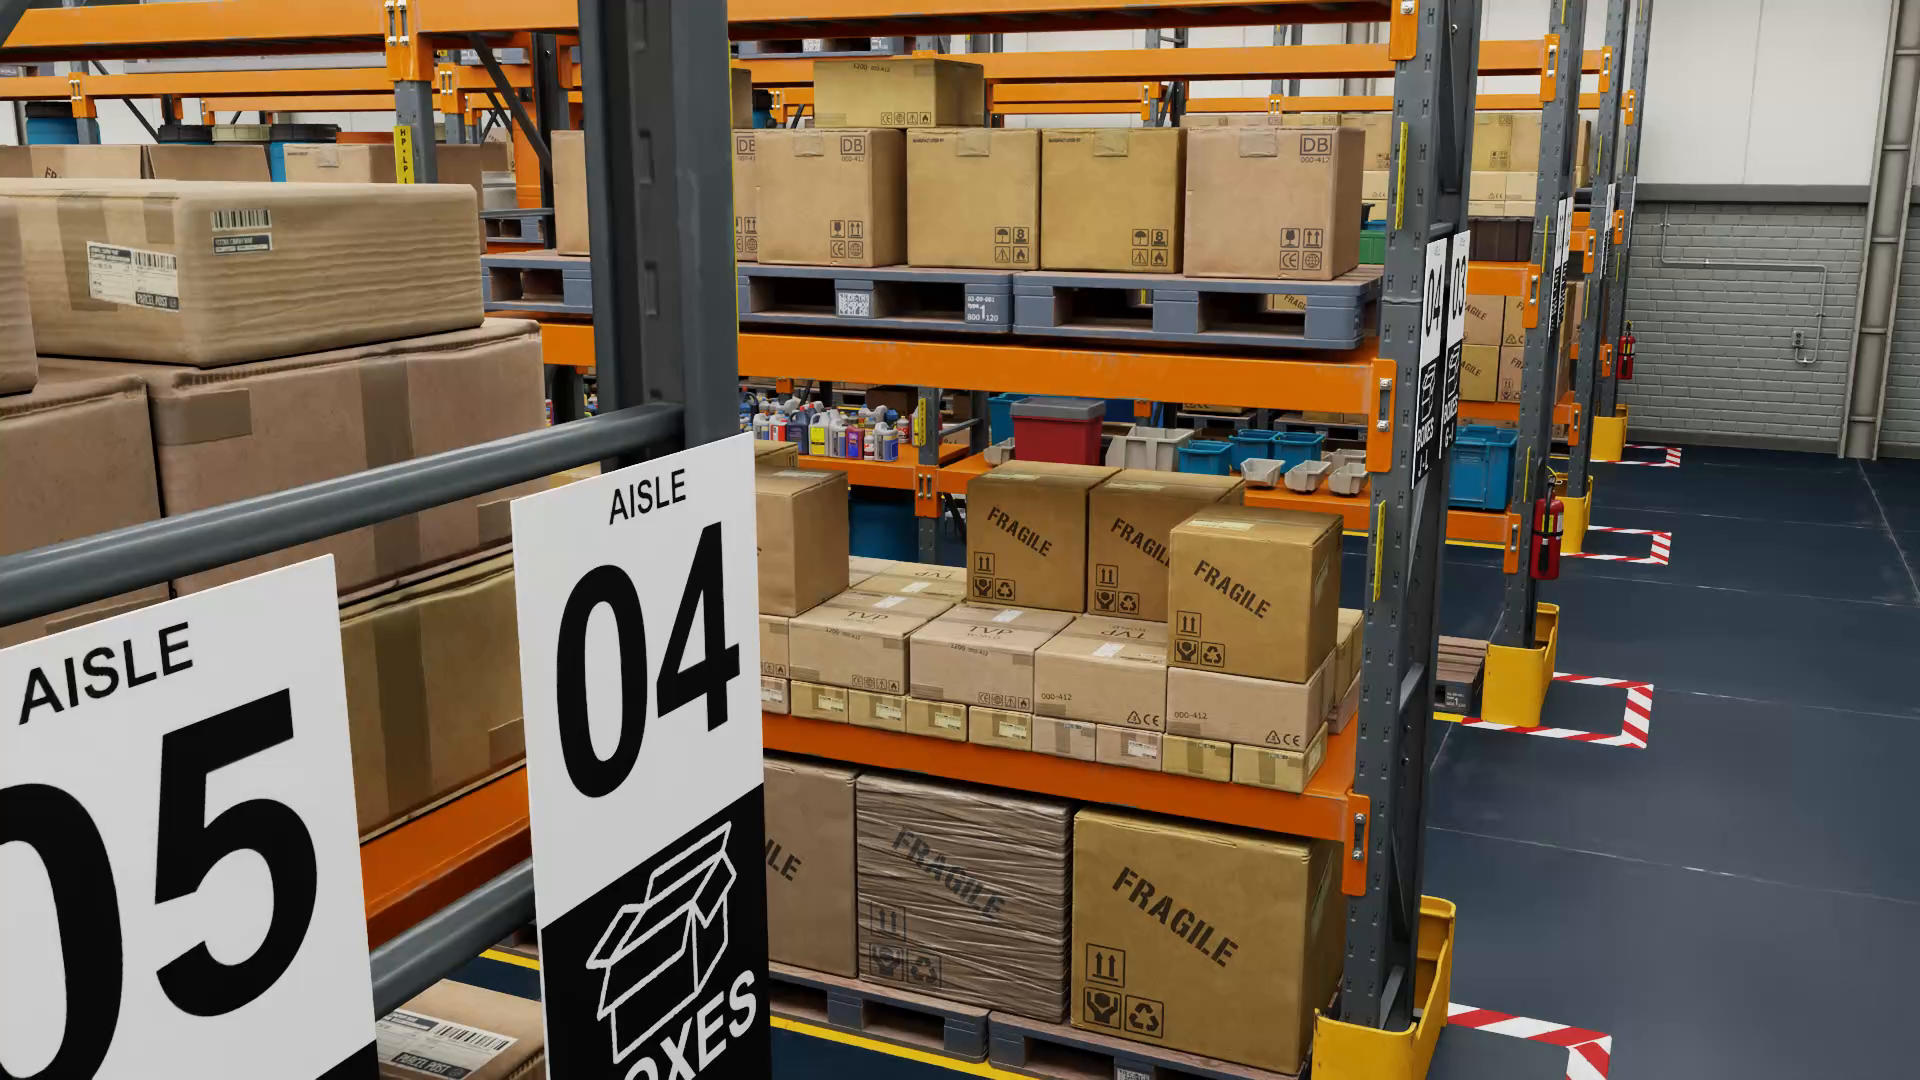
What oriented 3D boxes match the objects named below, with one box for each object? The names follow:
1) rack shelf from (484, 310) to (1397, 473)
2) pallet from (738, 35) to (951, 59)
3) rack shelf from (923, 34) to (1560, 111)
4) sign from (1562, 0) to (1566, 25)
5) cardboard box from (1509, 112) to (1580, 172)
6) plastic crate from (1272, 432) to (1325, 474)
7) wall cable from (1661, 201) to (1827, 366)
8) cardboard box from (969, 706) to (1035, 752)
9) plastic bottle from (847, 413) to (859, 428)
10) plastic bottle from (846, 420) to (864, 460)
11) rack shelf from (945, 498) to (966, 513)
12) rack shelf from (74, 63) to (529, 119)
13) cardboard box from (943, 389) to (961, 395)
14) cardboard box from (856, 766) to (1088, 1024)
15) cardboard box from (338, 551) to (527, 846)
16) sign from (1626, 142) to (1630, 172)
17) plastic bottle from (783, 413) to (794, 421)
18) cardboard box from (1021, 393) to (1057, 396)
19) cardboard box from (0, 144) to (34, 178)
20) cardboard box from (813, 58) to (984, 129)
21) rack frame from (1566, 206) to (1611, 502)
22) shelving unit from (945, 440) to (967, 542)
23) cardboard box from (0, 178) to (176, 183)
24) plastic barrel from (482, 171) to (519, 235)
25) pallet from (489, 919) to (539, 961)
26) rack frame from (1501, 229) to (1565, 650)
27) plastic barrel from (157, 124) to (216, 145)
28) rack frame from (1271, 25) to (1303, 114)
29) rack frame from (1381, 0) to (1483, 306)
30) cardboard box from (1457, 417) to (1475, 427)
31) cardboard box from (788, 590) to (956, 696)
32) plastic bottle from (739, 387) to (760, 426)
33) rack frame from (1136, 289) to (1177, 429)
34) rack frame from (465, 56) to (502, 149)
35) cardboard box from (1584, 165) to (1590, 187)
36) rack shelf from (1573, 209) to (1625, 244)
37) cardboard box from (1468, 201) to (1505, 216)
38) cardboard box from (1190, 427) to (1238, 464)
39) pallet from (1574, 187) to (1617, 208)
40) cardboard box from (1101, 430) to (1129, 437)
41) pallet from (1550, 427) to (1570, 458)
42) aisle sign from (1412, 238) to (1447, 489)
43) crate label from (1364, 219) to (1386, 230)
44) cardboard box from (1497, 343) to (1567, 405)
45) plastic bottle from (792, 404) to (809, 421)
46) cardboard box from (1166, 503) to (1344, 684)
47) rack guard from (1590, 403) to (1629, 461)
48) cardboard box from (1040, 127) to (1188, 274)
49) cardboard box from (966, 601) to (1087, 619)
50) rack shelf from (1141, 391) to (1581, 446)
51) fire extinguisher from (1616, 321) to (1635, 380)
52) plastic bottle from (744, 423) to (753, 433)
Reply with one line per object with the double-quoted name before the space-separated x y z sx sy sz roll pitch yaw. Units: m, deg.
"rack shelf" -0.215 -0.691 6.636 4.000 0.370 1.077 6 14 23
"pallet" -0.807 -3.504 11.775 1.213 0.211 1.003 6 14 23
"rack shelf" 1.791 -2.991 10.748 4.000 0.370 1.077 6 14 23
"sign" 3.411 -3.077 9.372 0.005 0.325 0.100 6 14 23
"cardboard box" 5.153 -3.504 14.644 0.500 0.500 0.700 6 14 23
"plastic crate" 2.323 -0.591 11.439 0.300 0.233 0.416 6 14 23
"wall cable" 9.186 -3.073 19.556 1.851 1.984 0.084 6 14 23
"cardboard box" 0.220 0.668 6.385 0.250 0.149 0.380 5 14 22
"plastic bottle" -0.825 -0.885 12.891 0.097 0.201 0.097 0 13 0
"plastic bottle" -0.759 -0.724 12.026 0.133 0.283 0.061 6 14 23
"rack shelf" 0.007 -0.317 15.172 0.200 0.077 0.258 6 14 23
"rack shelf" -5.524 -3.731 13.902 4.000 0.370 1.077 6 14 23
"cardboard box" -0.362 -2.293 22.963 0.500 0.500 0.700 6 14 24
"cardboard box" 0.164 1.308 6.843 0.875 0.875 0.875 6 14 23
"cardboard box" -0.795 0.149 1.812 0.500 0.250 0.500 6 15 25
"sign" 7.400 -4.240 18.423 0.005 0.325 0.100 6 14 23
"plastic bottle" -1.291 -0.815 12.438 0.097 0.271 0.097 0 13 0
"cardboard box" 0.714 -1.385 17.453 0.500 0.250 0.500 6 14 23
"cardboard box" -5.114 -1.809 8.684 0.637 0.503 0.797 7 15 27
"cardboard box" -0.230 -1.712 6.414 0.500 0.250 0.500 5 14 21
"rack frame" 5.629 -1.464 14.924 0.127 3.000 1.000 6 14 23
"shelving unit" 0.007 -0.437 15.144 0.210 0.900 0.258 6 14 23
"cardboard box" -1.136 -0.339 1.923 0.250 0.149 0.380 6 14 23
"plastic barrel" -3.855 -2.778 13.711 0.421 0.512 0.421 0 13 0
"pallet" -1.380 1.679 7.634 1.213 0.211 1.003 6 14 23
"rack frame" 3.619 -0.430 10.517 0.127 3.000 1.000 6 14 23
"plastic barrel" -6.799 -3.243 14.841 0.708 0.901 0.600 6 14 23
"rack frame" 3.975 -5.790 20.227 0.127 3.000 1.000 6 14 23
"rack frame" 1.613 -2.316 5.423 0.127 3.000 1.000 6 14 23
"cardboard box" 6.034 -1.623 20.155 0.500 0.500 0.700 5 14 21
"cardboard box" -0.344 0.402 6.649 0.500 0.250 0.500 6 14 23
"plastic bottle" -1.688 -1.039 13.221 0.185 0.351 0.144 6 14 23
"rack frame" 1.972 -1.834 16.502 0.127 3.000 1.000 6 14 23
"rack frame" -5.342 -5.495 18.971 0.127 3.000 1.000 6 14 23
"cardboard box" 7.064 -4.259 19.456 0.500 0.250 0.500 7 15 26
"rack shelf" 5.804 -3.794 19.863 4.000 0.370 1.077 6 14 23
"cardboard box" 4.600 -2.893 14.774 0.500 0.250 0.500 6 14 23
"cardboard box" 2.608 -0.838 16.765 0.500 0.500 0.500 6 14 23
"pallet" 6.950 -3.983 19.286 1.213 0.211 1.003 6 14 23
"cardboard box" 1.405 -0.817 16.676 0.500 0.500 0.500 6 14 23
"pallet" 6.869 -1.199 19.899 1.213 0.211 1.003 6 14 23
"aisle sign" 1.558 -0.592 5.515 0.004 0.787 0.394 6 14 23
"crate label" 2.907 -1.971 10.842 0.502 0.251 0.408 6 14 23
"cardboard box" 5.109 -1.498 14.847 0.500 0.500 0.500 6 15 25
"plastic bottle" -1.215 -0.916 12.859 0.135 0.276 0.152 6 14 23
"cardboard box" 1.061 0.177 5.964 0.500 0.500 0.500 6 14 24
"rack guard" 7.654 -1.280 19.611 0.348 0.500 1.175 6 14 23
"cardboard box" 0.651 -1.272 6.181 0.500 0.500 0.700 5 14 21
"cardboard box" 0.348 0.338 6.921 0.500 0.250 0.500 5 14 21
"rack shelf" 3.801 -1.299 15.795 4.000 0.370 1.077 6 14 23
"fire extinguisher" 7.583 -2.170 18.916 0.183 0.674 0.296 6 14 23
"plastic bottle" -1.564 -0.770 12.402 0.097 0.201 0.097 0 13 0
